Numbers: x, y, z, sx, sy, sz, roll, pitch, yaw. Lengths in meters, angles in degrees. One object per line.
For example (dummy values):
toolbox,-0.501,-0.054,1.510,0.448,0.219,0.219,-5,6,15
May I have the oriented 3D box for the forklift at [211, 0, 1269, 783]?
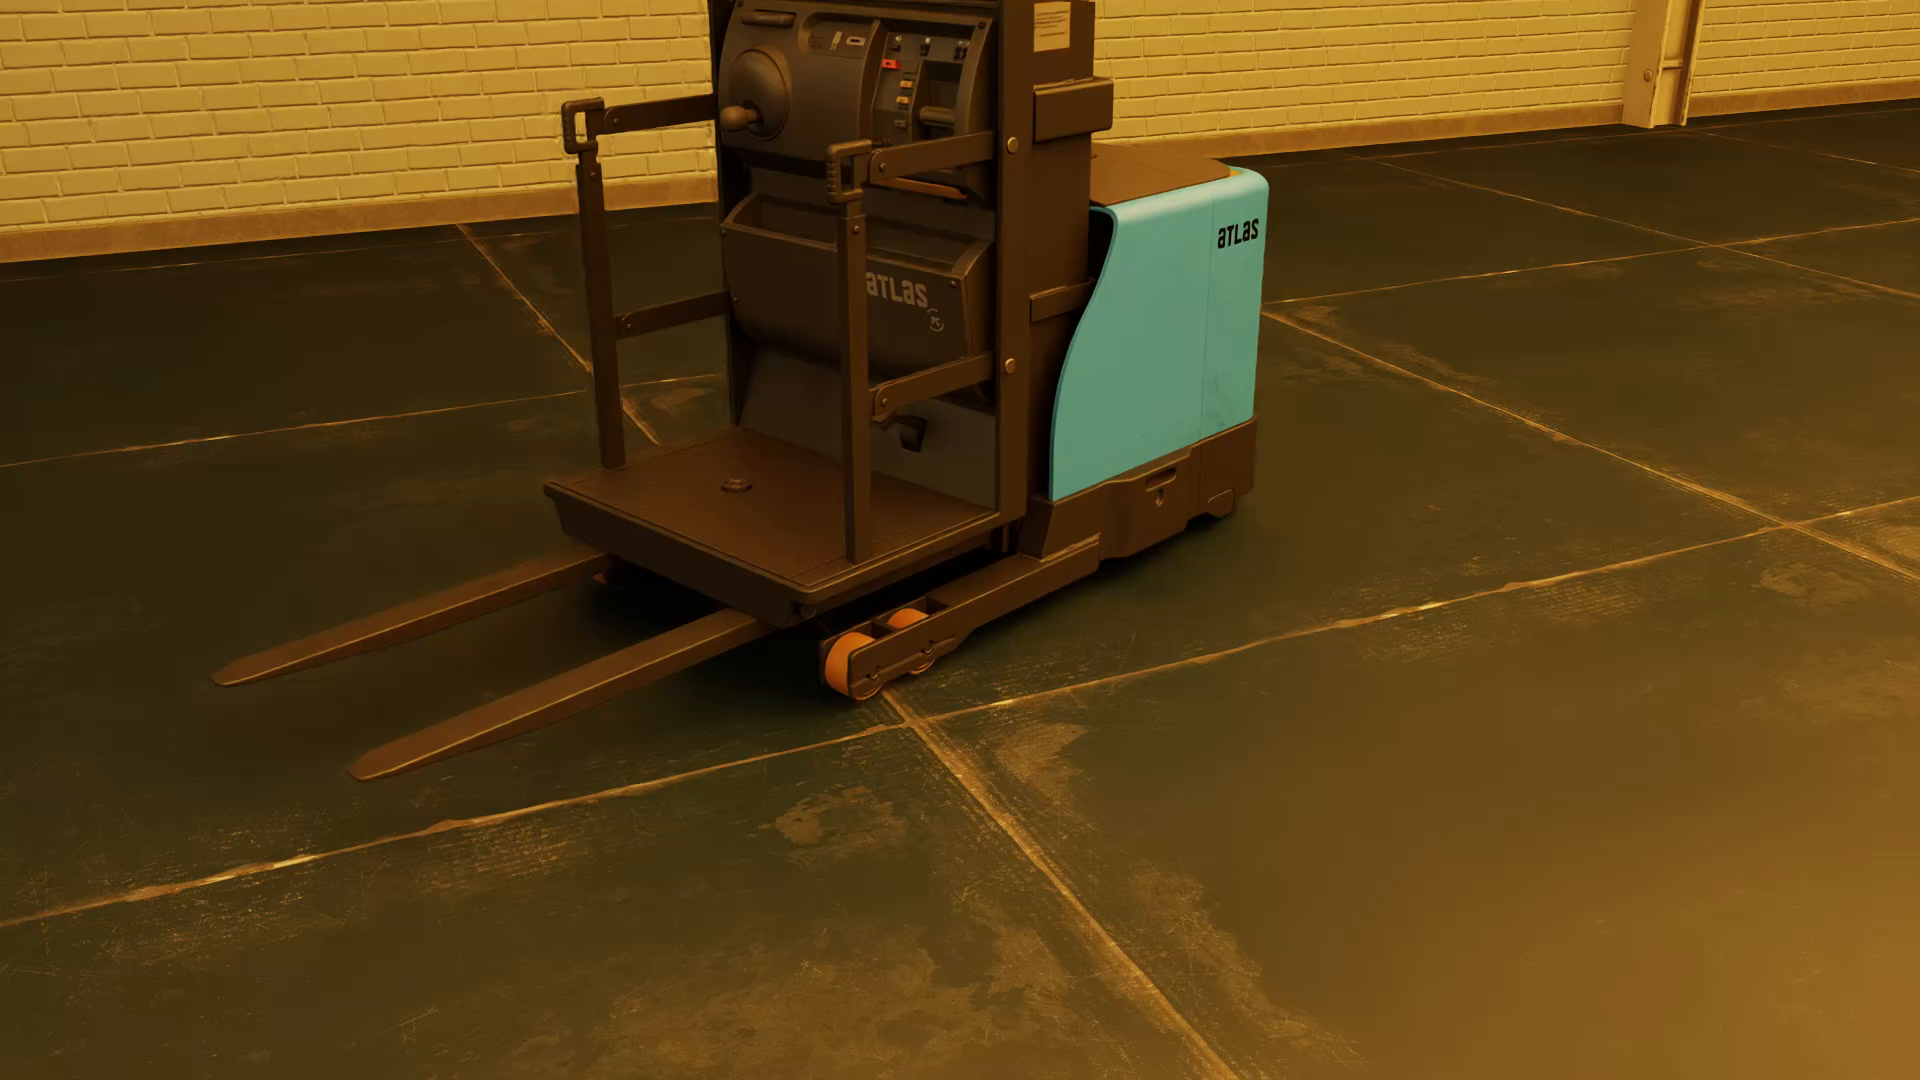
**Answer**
forklift,-0.430,-1.175,4.115,1.130,2.935,3.031,19,29,39
